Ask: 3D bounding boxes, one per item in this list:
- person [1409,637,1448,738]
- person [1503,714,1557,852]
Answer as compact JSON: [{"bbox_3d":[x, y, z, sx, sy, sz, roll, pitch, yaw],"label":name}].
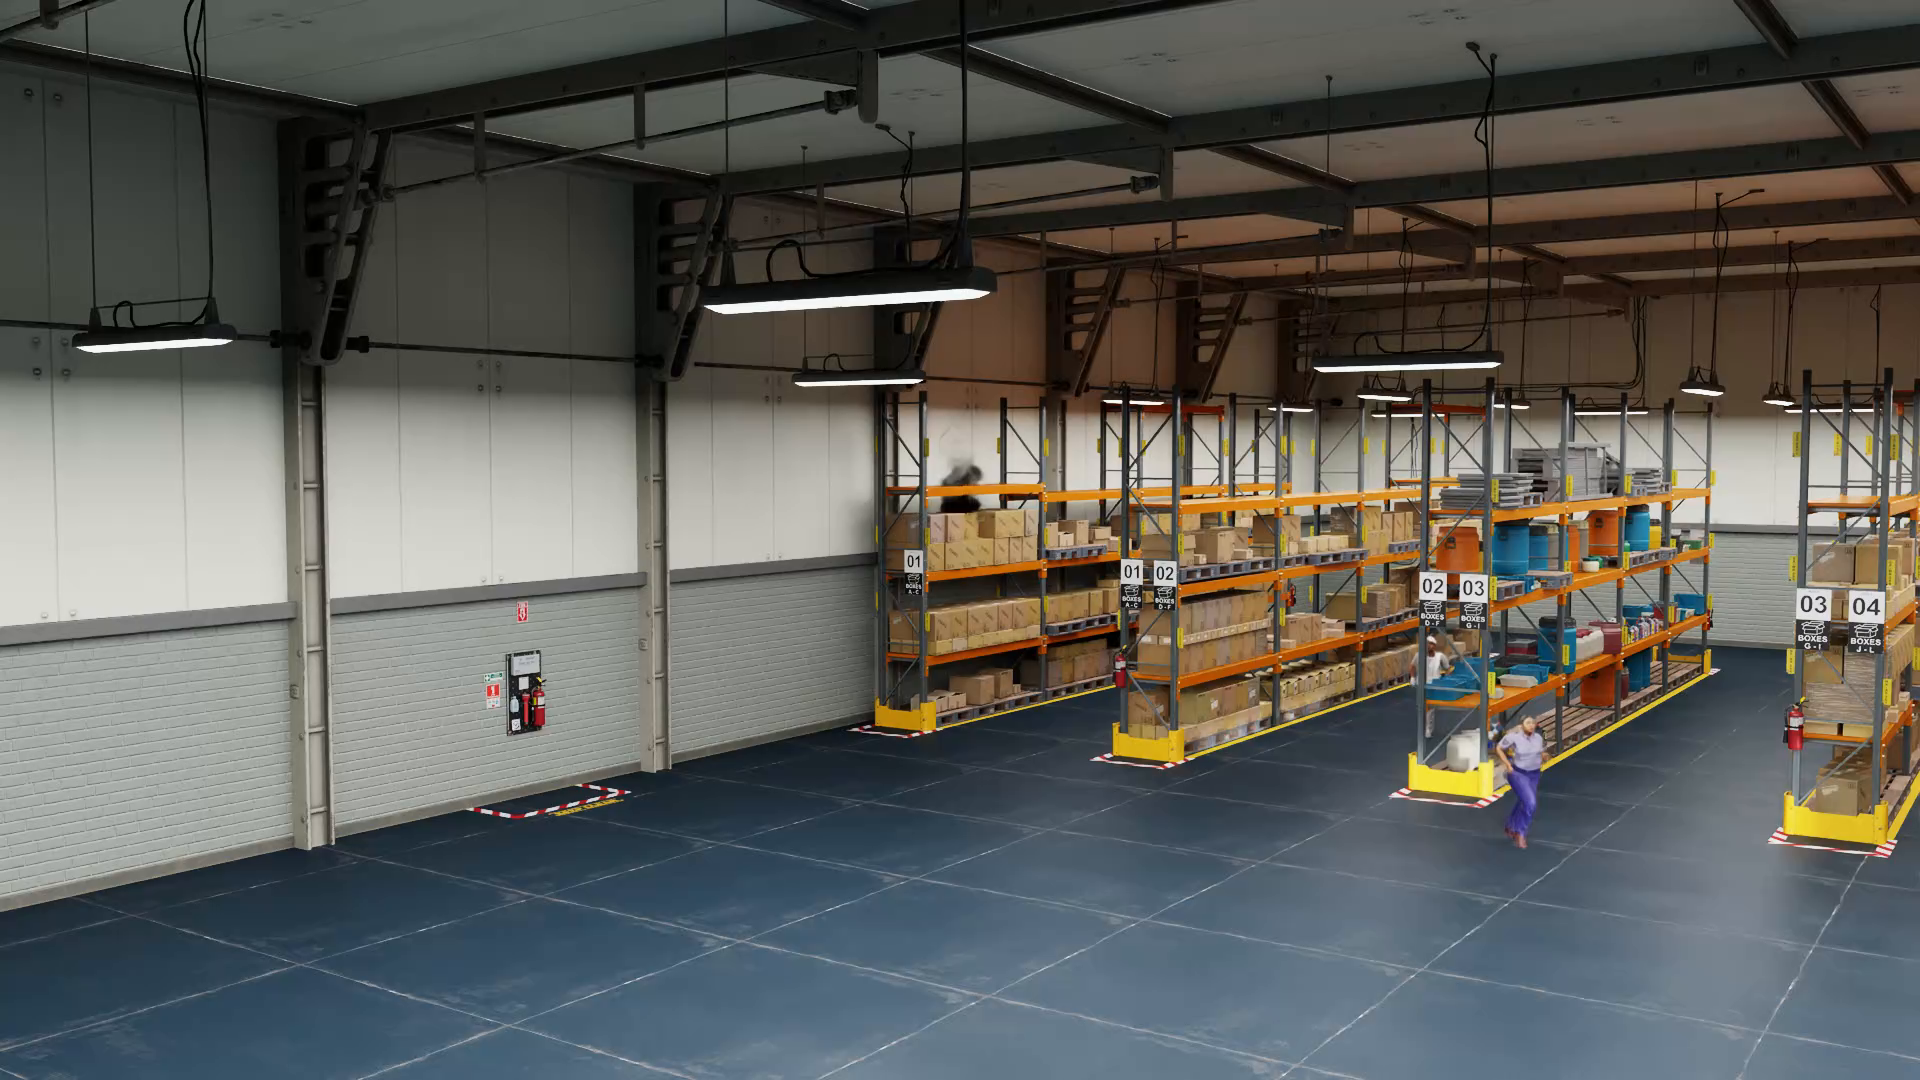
[{"bbox_3d":[8.091,2.535,28.778,0.676,1.740,0.545,2,4,31],"label":"person"},{"bbox_3d":[7.184,3.036,20.915,0.576,1.716,0.762,-1,3,-22],"label":"person"}]
